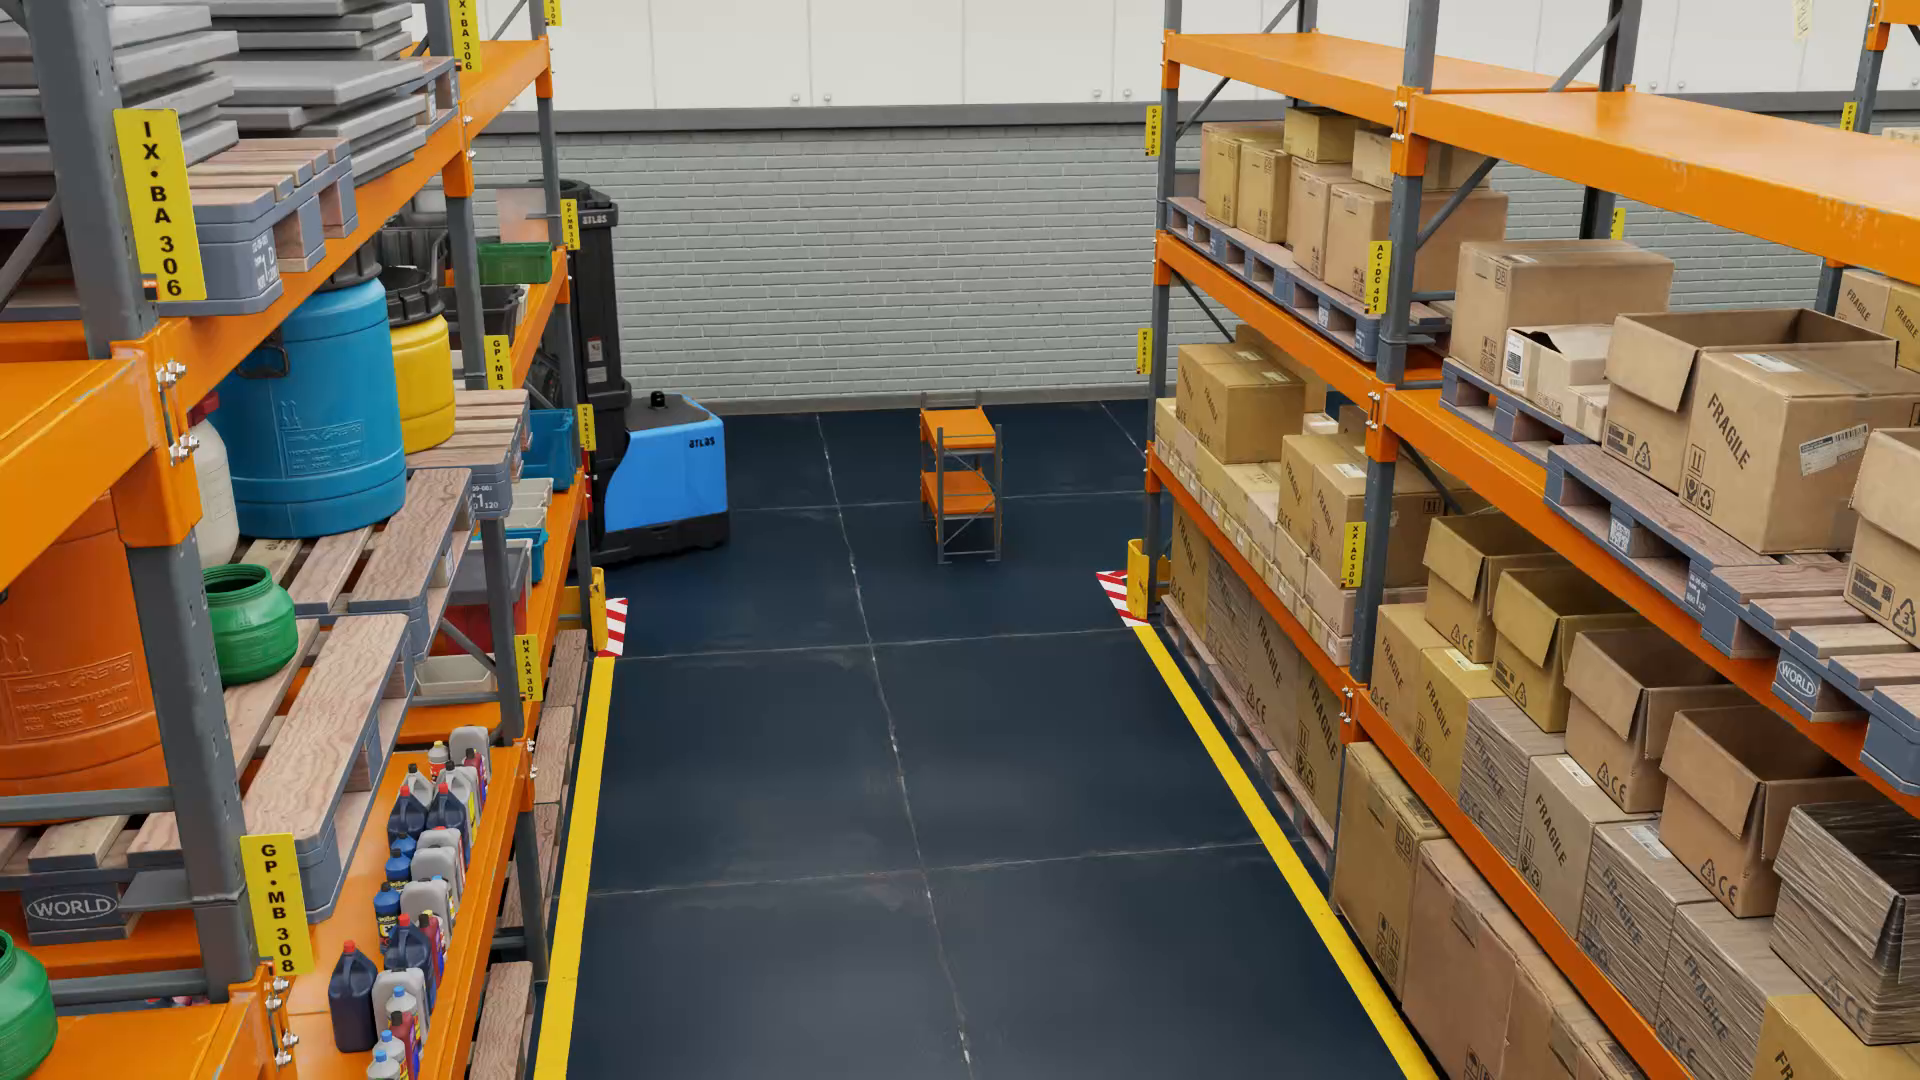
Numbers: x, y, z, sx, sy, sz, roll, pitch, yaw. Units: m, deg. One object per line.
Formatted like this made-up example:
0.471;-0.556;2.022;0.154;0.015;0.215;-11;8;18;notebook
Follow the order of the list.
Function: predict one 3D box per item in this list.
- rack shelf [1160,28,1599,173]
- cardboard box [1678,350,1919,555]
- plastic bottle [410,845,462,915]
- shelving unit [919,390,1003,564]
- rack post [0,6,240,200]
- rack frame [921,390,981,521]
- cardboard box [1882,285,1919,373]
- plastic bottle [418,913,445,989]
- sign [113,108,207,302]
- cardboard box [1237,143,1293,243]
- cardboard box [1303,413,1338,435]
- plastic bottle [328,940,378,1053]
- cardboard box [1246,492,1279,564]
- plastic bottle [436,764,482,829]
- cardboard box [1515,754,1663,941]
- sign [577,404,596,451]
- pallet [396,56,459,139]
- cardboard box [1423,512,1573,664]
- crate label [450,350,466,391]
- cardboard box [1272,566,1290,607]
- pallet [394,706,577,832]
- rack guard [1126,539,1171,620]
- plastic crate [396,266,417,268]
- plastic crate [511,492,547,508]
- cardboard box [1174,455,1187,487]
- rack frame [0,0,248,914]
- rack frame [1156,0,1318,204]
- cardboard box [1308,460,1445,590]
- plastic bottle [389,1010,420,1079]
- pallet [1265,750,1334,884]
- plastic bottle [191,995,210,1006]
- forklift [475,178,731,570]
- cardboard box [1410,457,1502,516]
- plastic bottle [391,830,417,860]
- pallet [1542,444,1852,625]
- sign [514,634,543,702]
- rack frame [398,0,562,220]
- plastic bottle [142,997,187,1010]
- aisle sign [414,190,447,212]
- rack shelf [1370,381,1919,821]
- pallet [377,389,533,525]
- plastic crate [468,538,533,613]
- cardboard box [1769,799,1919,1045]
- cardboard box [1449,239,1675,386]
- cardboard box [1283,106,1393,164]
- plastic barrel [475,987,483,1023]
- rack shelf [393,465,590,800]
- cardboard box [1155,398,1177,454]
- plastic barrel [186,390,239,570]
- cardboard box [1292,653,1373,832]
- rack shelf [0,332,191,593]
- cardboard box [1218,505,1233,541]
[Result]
2.127;-2.494;9.132;1.077;0.370;4.000;-3;21;-8;rack shelf
2.621;-0.281;5.152;0.500;0.500;0.500;-2;21;-5;cardboard box
-1.965;1.260;6.232;0.152;0.276;0.135;-3;21;-8;plastic bottle
-0.001;-0.529;13.526;0.538;1.125;1.048;-3;21;-8;shelving unit
-2.054;-0.905;3.385;0.954;0.300;0.937;-3;21;-8;rack post
-0.074;-0.705;13.997;0.500;1.125;0.032;-3;21;-8;rack frame
6.642;-1.427;11.253;0.500;0.500;0.500;-2;21;-6;cardboard box
-1.853;1.415;5.808;0.061;0.283;0.133;-3;21;-8;plastic bottle
-1.366;-0.570;2.843;0.100;0.325;0.005;-3;21;-8;sign
2.051;-2.041;9.721;0.700;0.500;0.500;-4;21;-11;cardboard box
2.243;-0.639;10.930;0.500;0.250;0.500;-3;21;-9;cardboard box
-2.002;1.495;5.497;0.144;0.351;0.185;-3;21;-8;plastic bottle
1.941;-0.080;9.432;0.500;0.250;0.500;-2;21;-7;cardboard box
-2.057;1.039;6.824;0.152;0.276;0.135;-3;21;-8;plastic bottle
2.459;1.135;6.246;0.500;0.500;0.500;-3;21;-7;cardboard box
-2.521;-0.760;11.232;0.100;0.325;0.005;-3;21;-8;sign
-2.336;-1.515;5.753;1.003;0.211;1.213;-3;21;-8;pallet
2.515;0.188;7.348;0.797;0.503;0.637;-3;21;-9;cardboard box
-2.271;-0.731;7.477;0.293;0.136;0.466;-3;21;-8;crate label
1.936;0.246;9.129;0.380;0.149;0.250;-3;21;-7;cardboard box
-2.810;1.365;9.761;1.003;0.211;1.213;-3;21;-8;pallet
1.835;0.262;12.300;1.175;0.500;0.348;-3;21;-8;rack guard
-3.049;-1.217;8.571;0.437;0.282;0.530;-3;21;-8;plastic crate
-2.738;-0.181;10.205;0.396;0.136;0.243;-3;21;-8;plastic crate
1.639;-0.466;11.035;0.380;0.149;0.250;-3;21;-9;cardboard box
-1.909;-0.691;2.705;1.000;3.000;0.127;-3;21;-8;rack frame
1.839;-3.711;10.790;1.000;3.000;0.127;-3;21;-8;rack frame
2.084;-0.082;8.365;0.500;0.500;0.500;-2;21;-6;cardboard box
-1.773;1.605;5.298;0.061;0.283;0.133;-3;21;-8;plastic bottle
2.383;1.524;9.335;1.003;0.211;1.213;-3;21;-8;pallet
-2.439;1.588;5.343;0.061;0.283;0.133;-3;21;-8;plastic bottle
-3.410;-1.219;12.791;3.031;2.935;1.130;-11;23;-27;forklift
2.599;-0.115;8.453;0.500;0.500;0.500;-3;21;-8;cardboard box
-2.105;1.229;6.324;0.097;0.271;0.097;0;20;0;plastic bottle
2.682;-0.055;5.558;1.003;0.211;1.213;-2;21;-5;pallet
-1.941;0.578;7.487;0.100;0.325;0.005;-3;21;-8;sign
-3.063;-3.461;10.121;1.000;3.000;0.127;-3;21;-8;rack frame
-2.536;1.571;5.294;0.144;0.351;0.185;-3;21;-8;plastic bottle
-3.367;-1.878;10.743;0.394;0.787;0.004;-3;21;-8;aisle sign
2.703;0.109;5.879;1.077;0.370;4.000;-3;21;-8;rack shelf
-2.276;-0.316;6.258;1.213;0.211;1.003;-3;21;-8;pallet
-2.524;0.224;8.914;0.437;0.282;0.530;-3;21;-8;plastic crate
2.902;1.099;4.911;0.797;0.503;0.637;-2;21;-6;cardboard box
2.509;-0.964;6.980;0.700;0.500;0.500;-2;21;-6;cardboard box
2.120;-2.247;9.201;0.500;0.250;0.500;-4;21;-9;cardboard box
-2.424;1.710;7.250;0.600;0.901;0.708;-3;21;-8;plastic barrel
-2.774;0.379;9.443;1.077;0.370;4.000;-3;21;-8;rack shelf
1.641;-0.790;11.333;0.500;0.250;0.500;-3;21;-9;cardboard box
-2.314;-0.153;4.756;0.433;0.535;0.433;0;20;0;plastic barrel
2.399;1.051;9.053;0.875;0.875;0.875;-3;21;-8;cardboard box
-1.621;0.526;1.047;1.077;0.370;4.000;-3;21;-8;rack shelf
1.786;-0.111;10.084;0.380;0.149;0.250;-3;21;-9;cardboard box
